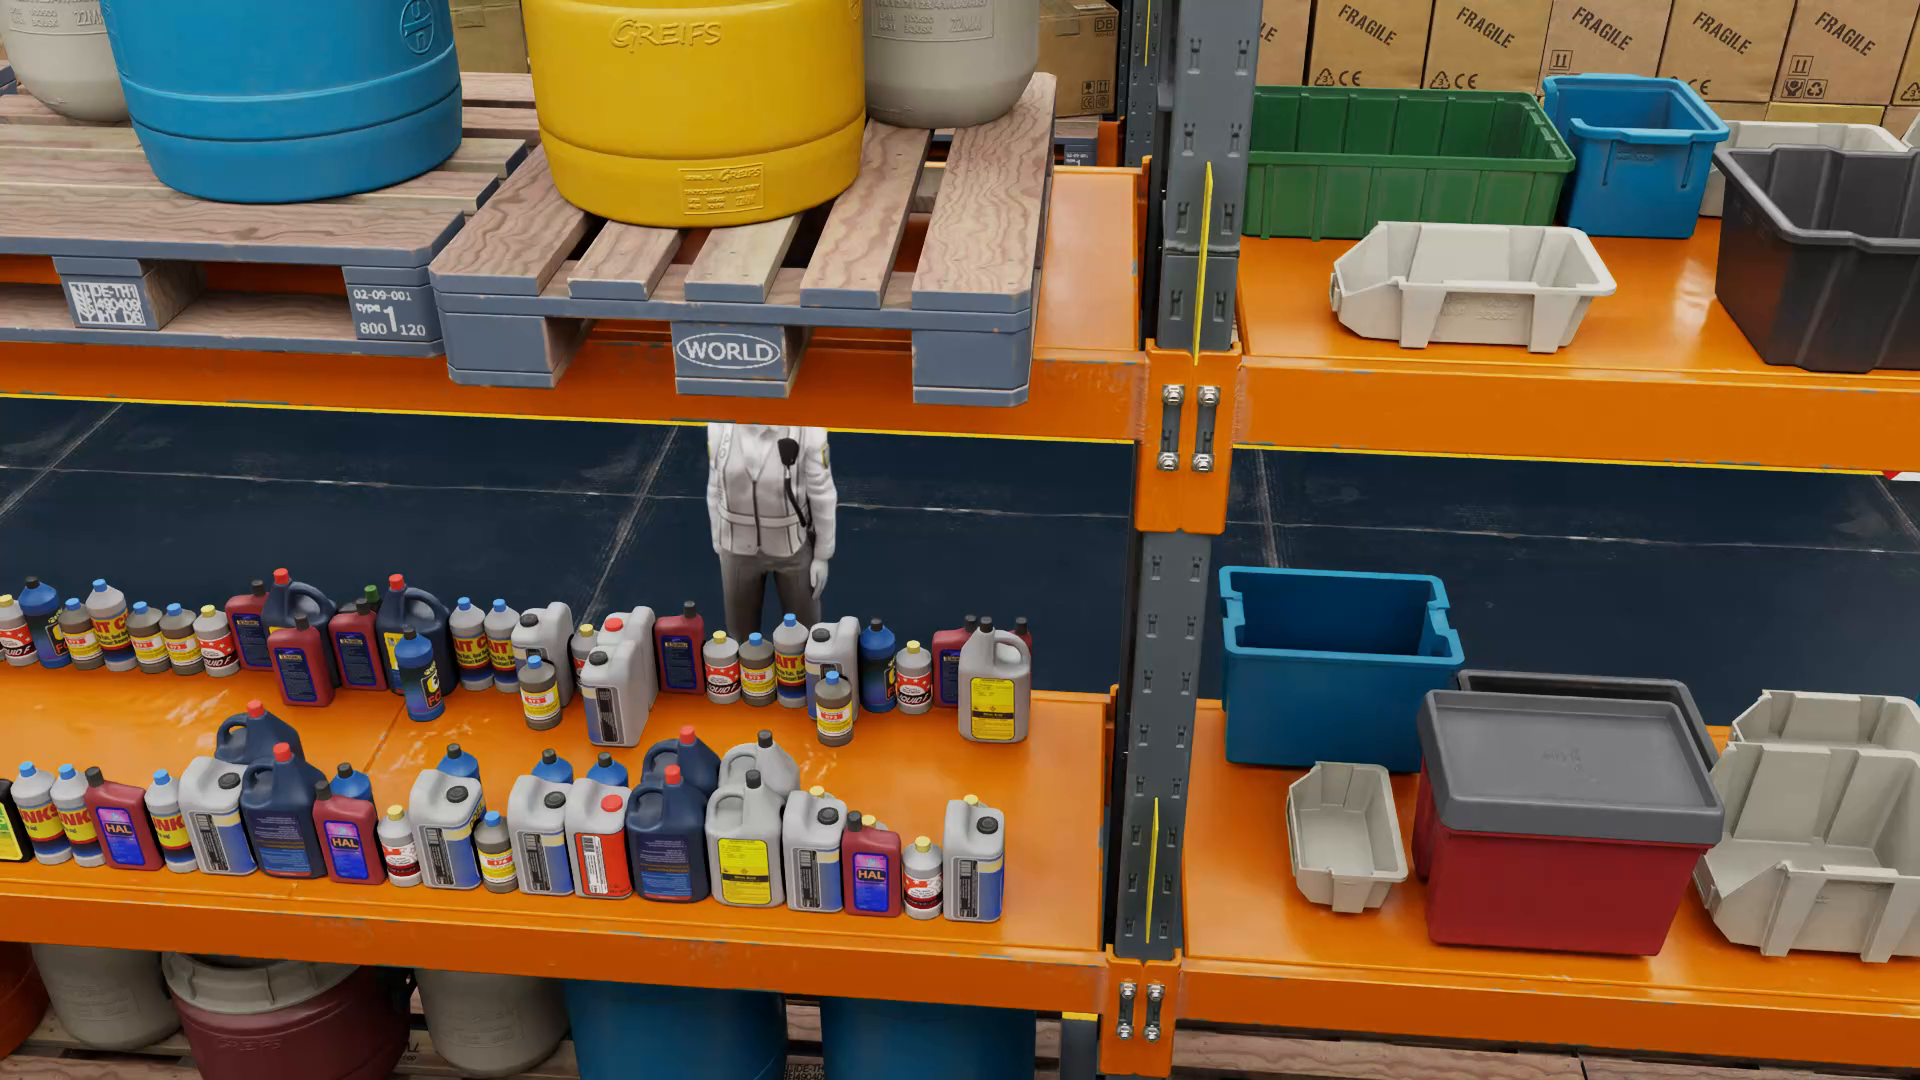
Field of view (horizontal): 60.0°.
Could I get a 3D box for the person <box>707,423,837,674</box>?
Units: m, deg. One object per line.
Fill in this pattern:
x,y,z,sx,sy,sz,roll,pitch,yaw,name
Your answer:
-0.678,0.044,6.077,0.475,1.660,0.327,3,32,5,person
